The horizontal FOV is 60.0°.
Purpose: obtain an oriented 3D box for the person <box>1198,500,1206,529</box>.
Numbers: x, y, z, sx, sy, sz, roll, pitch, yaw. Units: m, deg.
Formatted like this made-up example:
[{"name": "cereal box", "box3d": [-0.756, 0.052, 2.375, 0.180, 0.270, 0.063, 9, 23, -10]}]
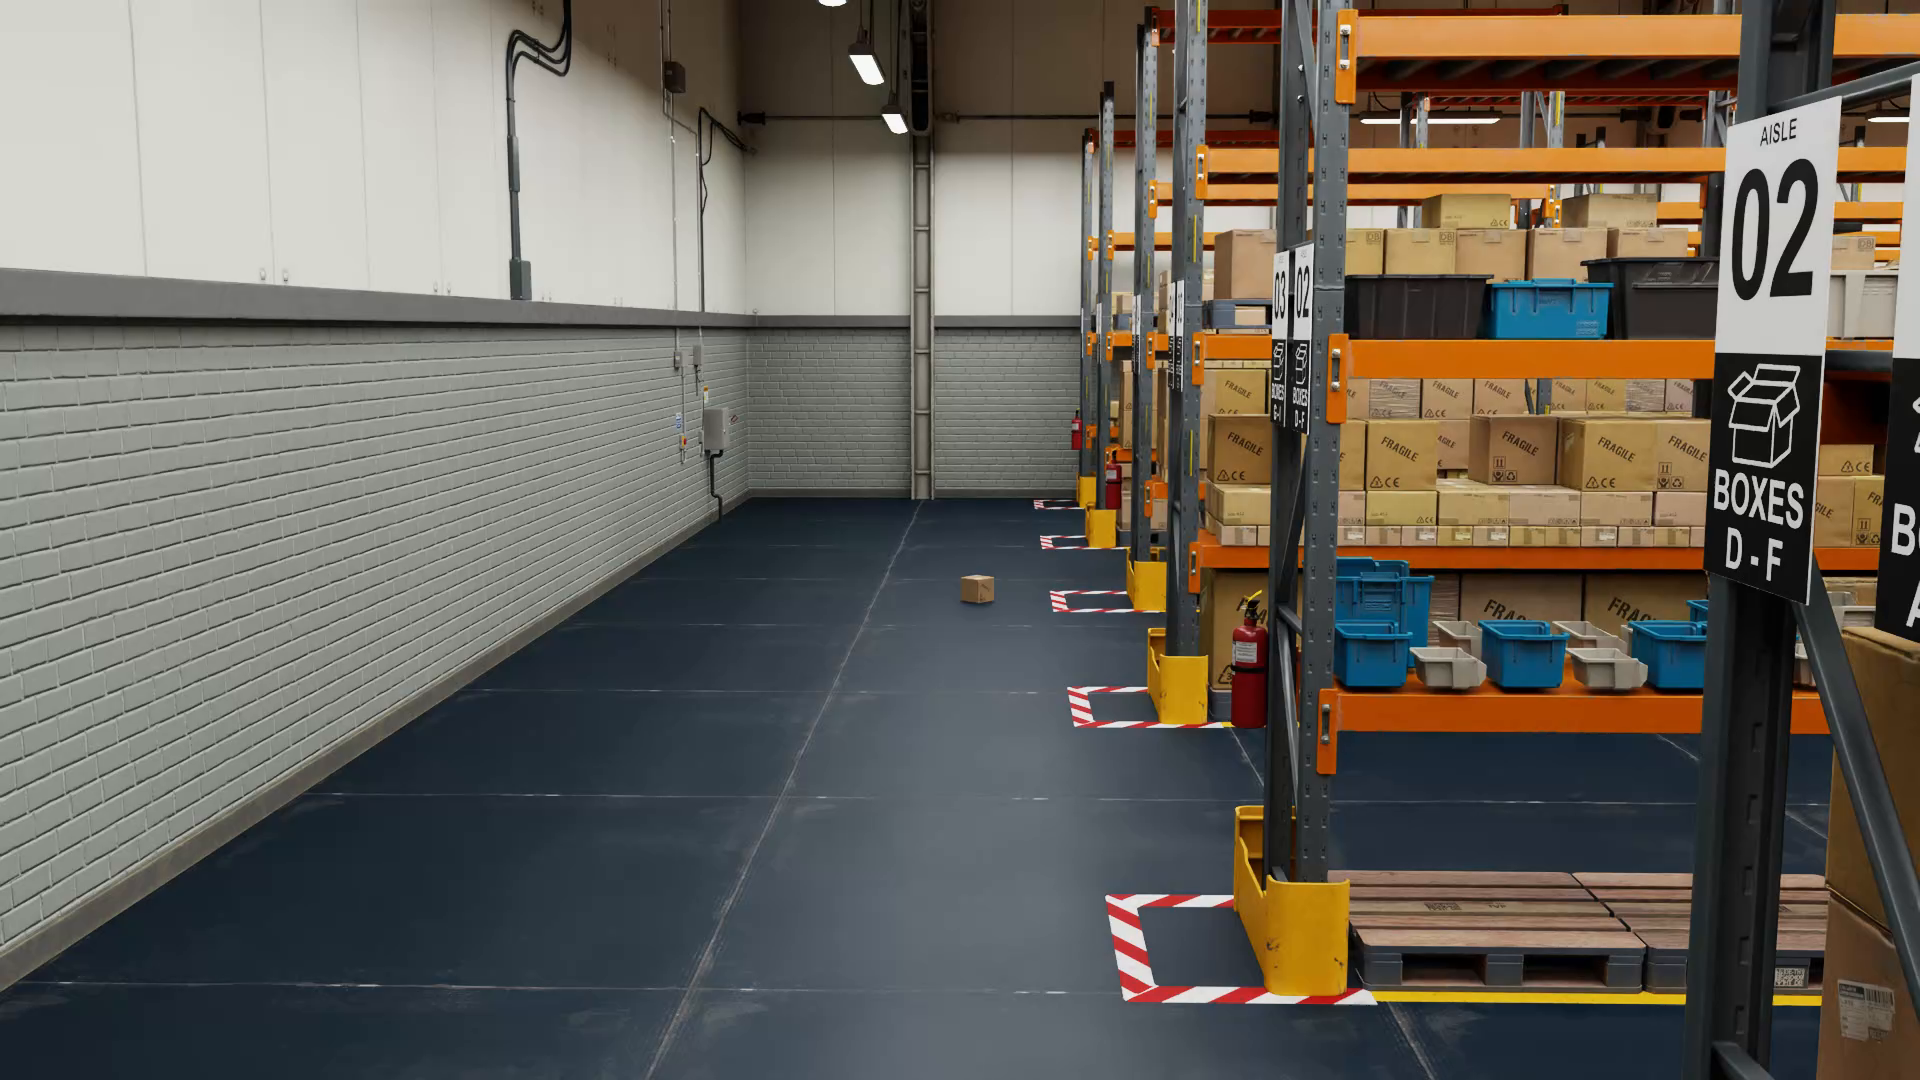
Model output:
[{"name": "person", "box3d": [2.822, -0.451, 19.258, 0.678, 1.717, 0.619, -1, 7, -6]}]
